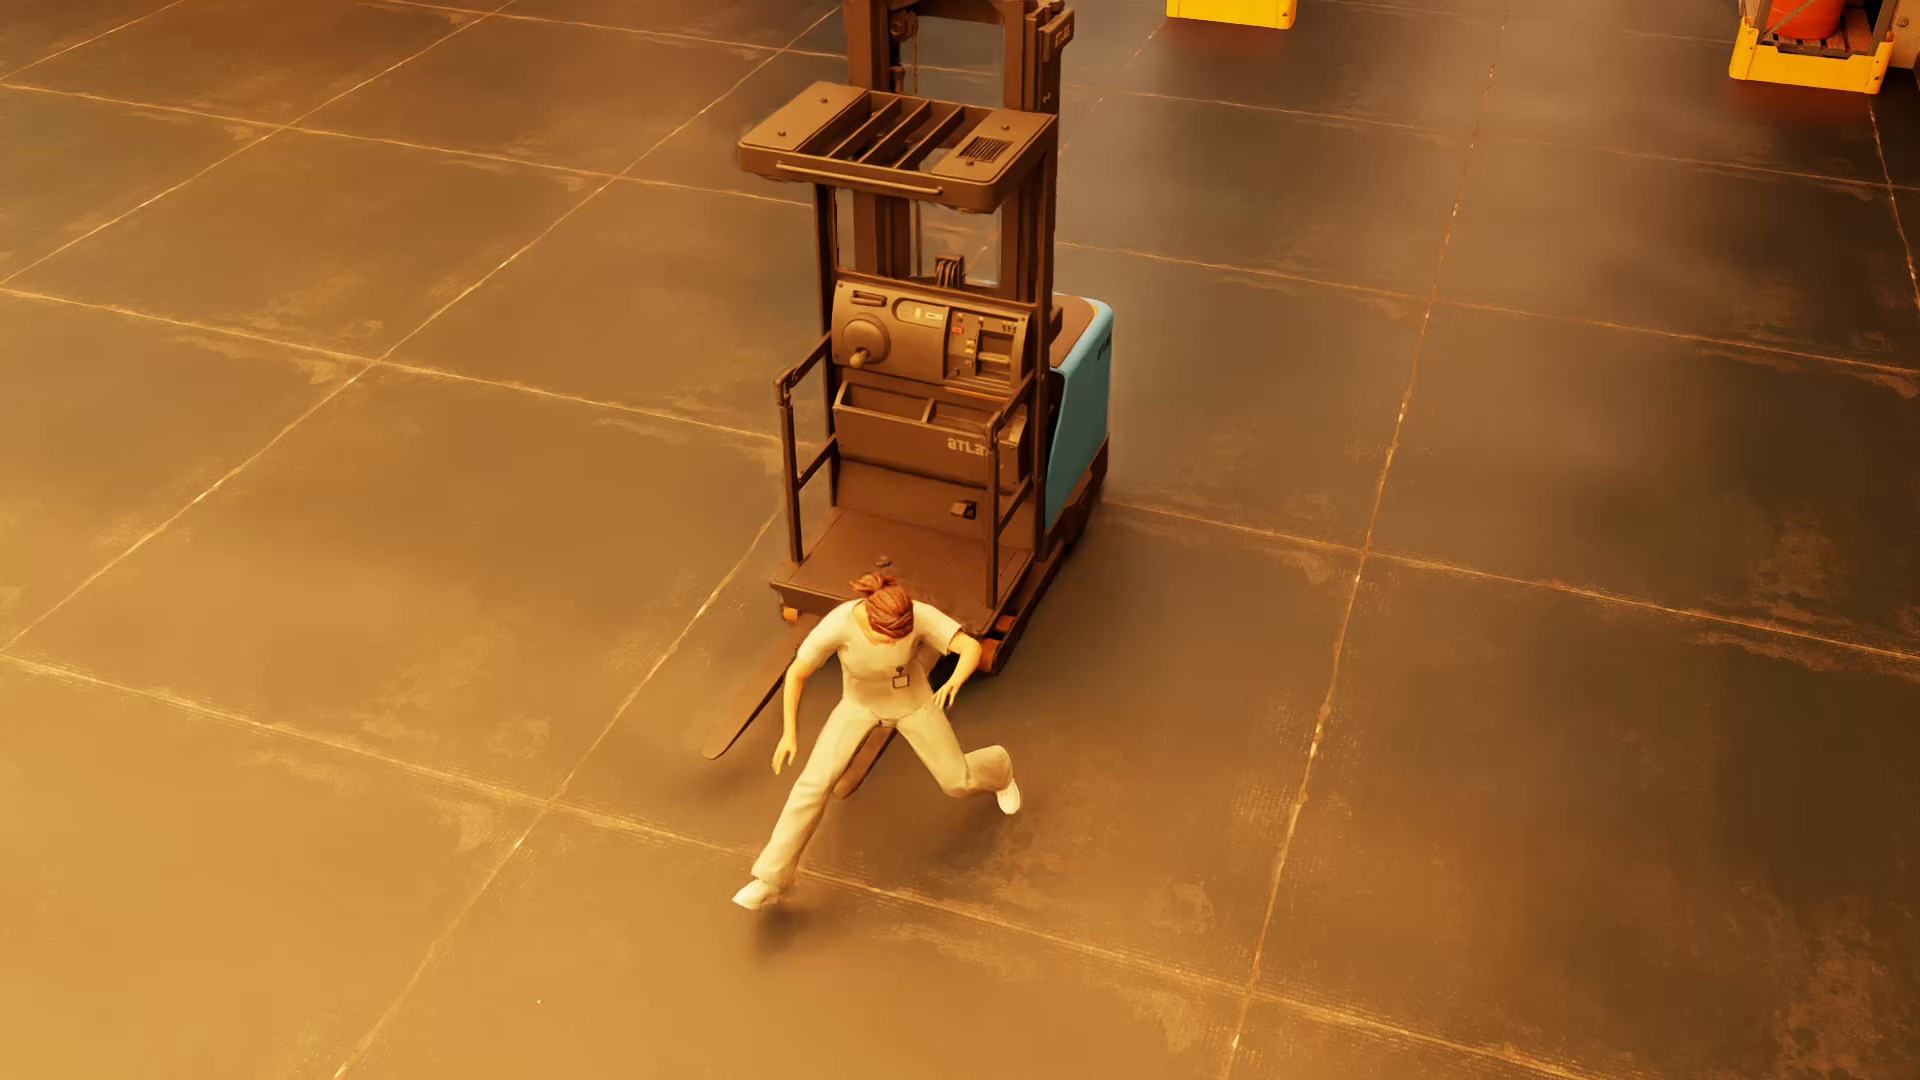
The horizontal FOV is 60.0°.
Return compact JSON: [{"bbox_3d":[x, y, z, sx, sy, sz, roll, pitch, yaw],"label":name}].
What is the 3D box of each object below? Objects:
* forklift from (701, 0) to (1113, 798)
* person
[{"bbox_3d":[-0.218,-0.849,7.308,1.130,2.935,3.031,13,37,18],"label":"forklift"},{"bbox_3d":[-0.301,0.757,6.458,1.075,1.374,1.066,2,35,3],"label":"person"}]
